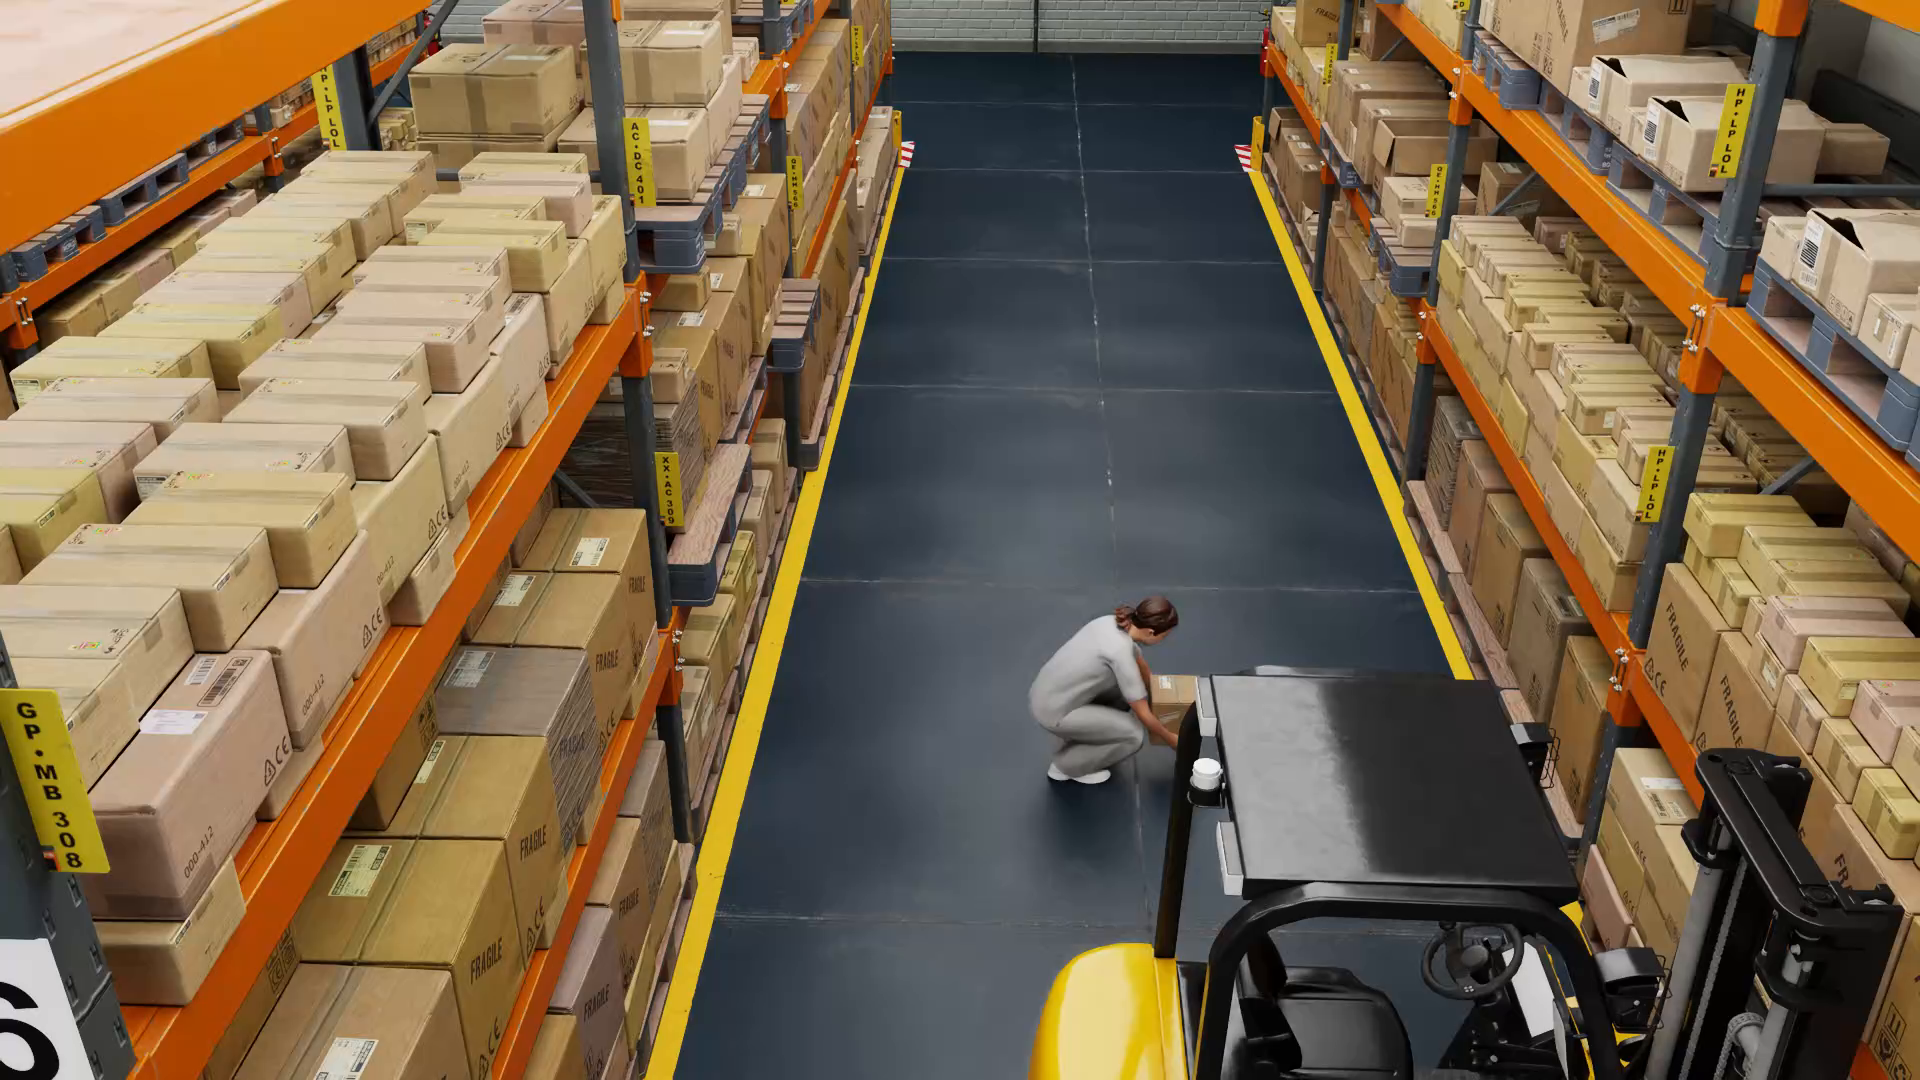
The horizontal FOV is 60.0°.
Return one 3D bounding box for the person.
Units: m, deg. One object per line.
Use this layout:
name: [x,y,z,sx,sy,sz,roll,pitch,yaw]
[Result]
person: [0.734,0.717,8.092,0.794,0.920,0.470,1,28,2]
